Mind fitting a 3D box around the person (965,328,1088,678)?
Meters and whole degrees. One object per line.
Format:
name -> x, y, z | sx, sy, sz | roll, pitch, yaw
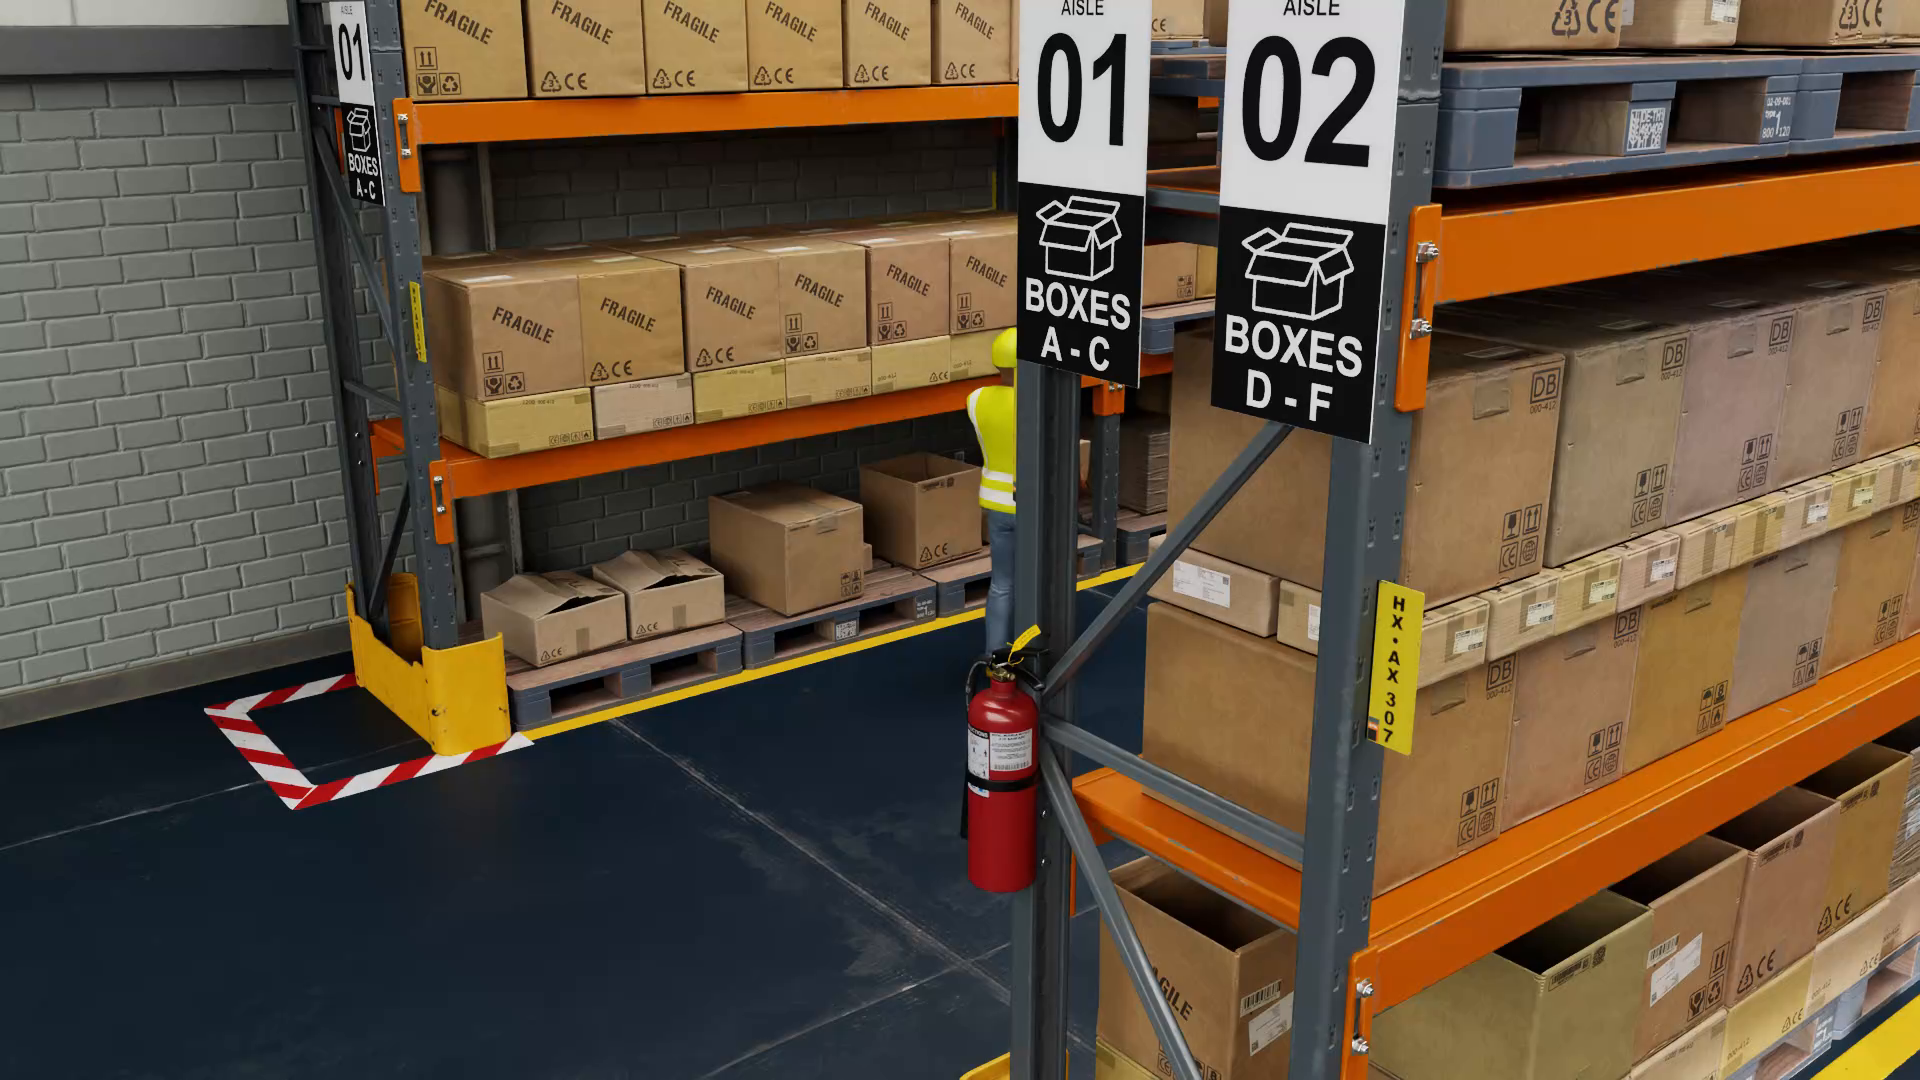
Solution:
person -> 0.346, -0.180, 8.088 | 0.502, 1.762, 0.577 | 12, 21, 33
